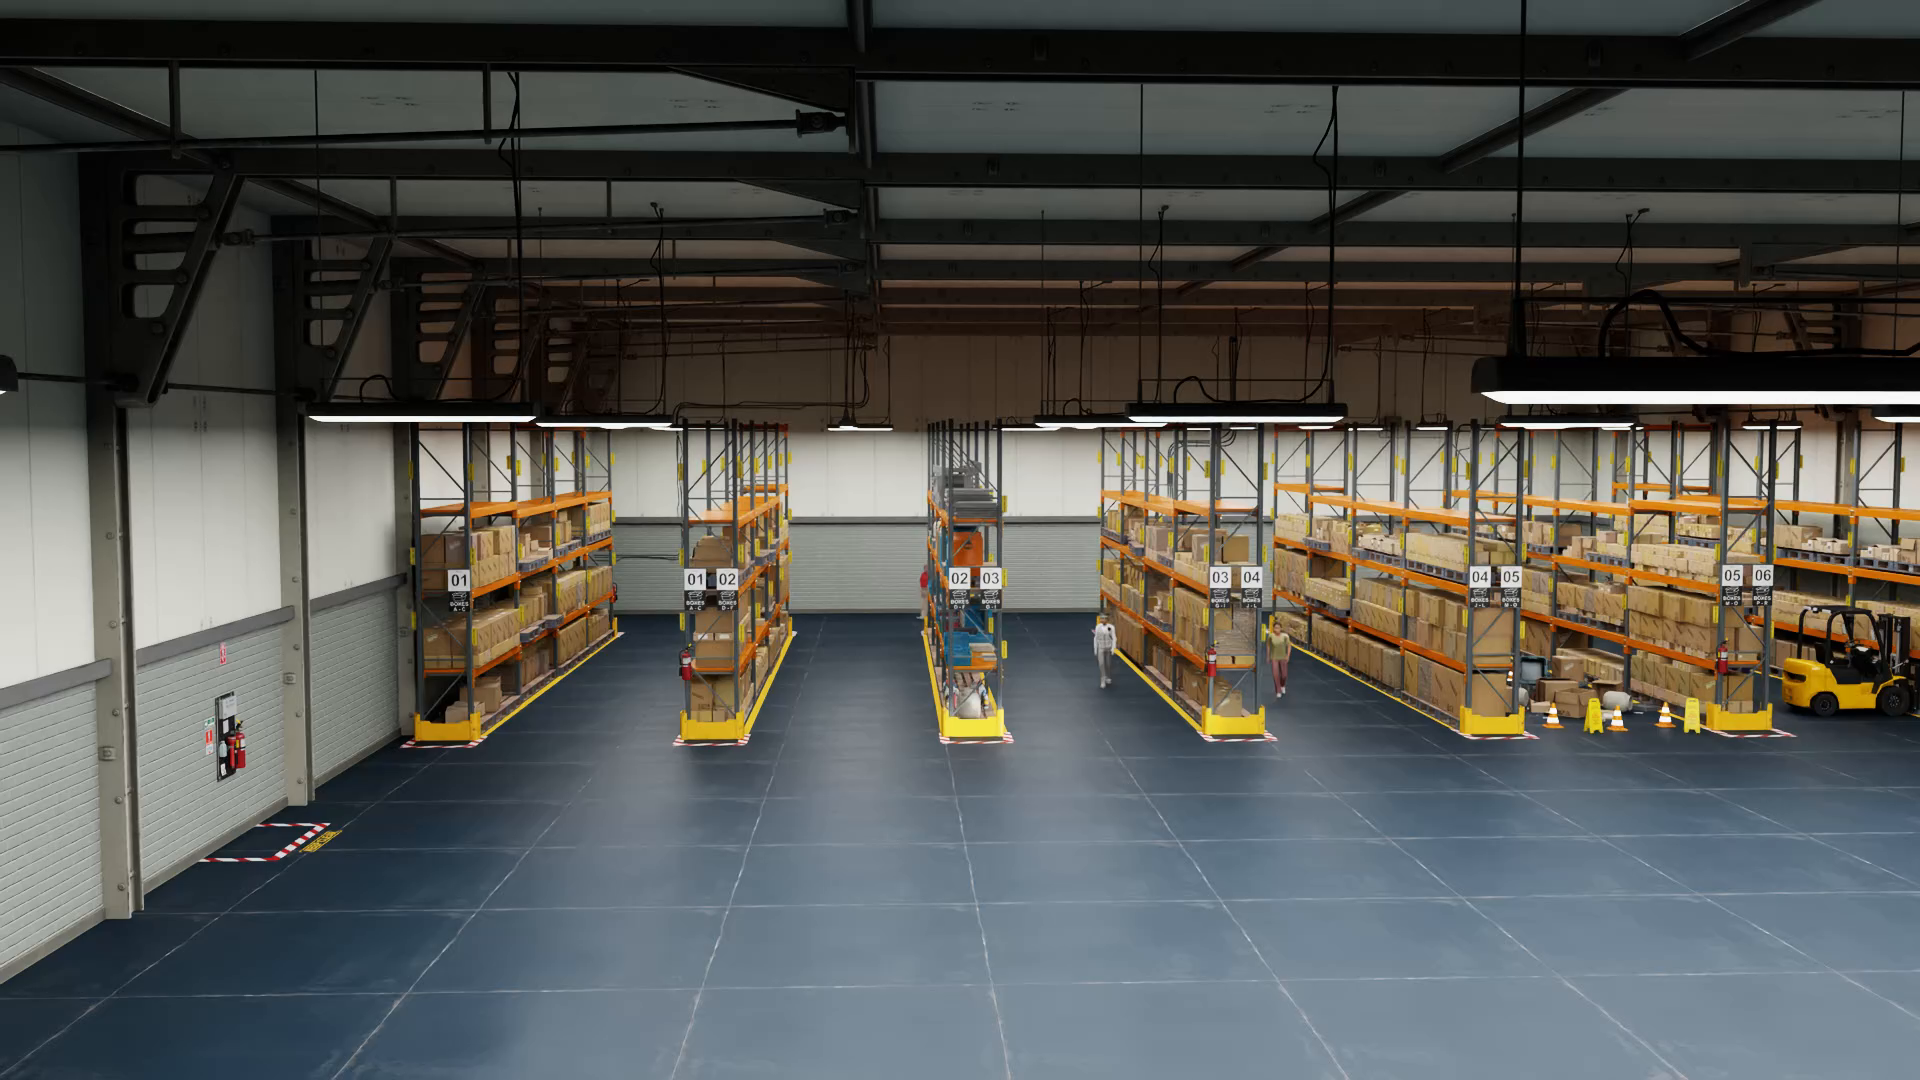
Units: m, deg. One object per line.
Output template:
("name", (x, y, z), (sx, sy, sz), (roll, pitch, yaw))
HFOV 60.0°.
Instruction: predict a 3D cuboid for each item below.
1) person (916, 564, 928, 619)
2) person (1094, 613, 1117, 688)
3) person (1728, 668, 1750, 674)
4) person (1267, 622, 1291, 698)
("person", (-0.985, 1.584, 51.277), (0.939, 1.687, 0.511), (-2, 4, -31))
("person", (3.291, 2.476, 37.681), (0.521, 1.661, 0.811), (0, 4, 8))
("person", (17.002, 2.617, 36.192), (0.496, 1.695, 0.606), (0, 4, -7))
("person", (6.953, 2.585, 36.246), (0.510, 1.652, 0.608), (1, 4, 12))
